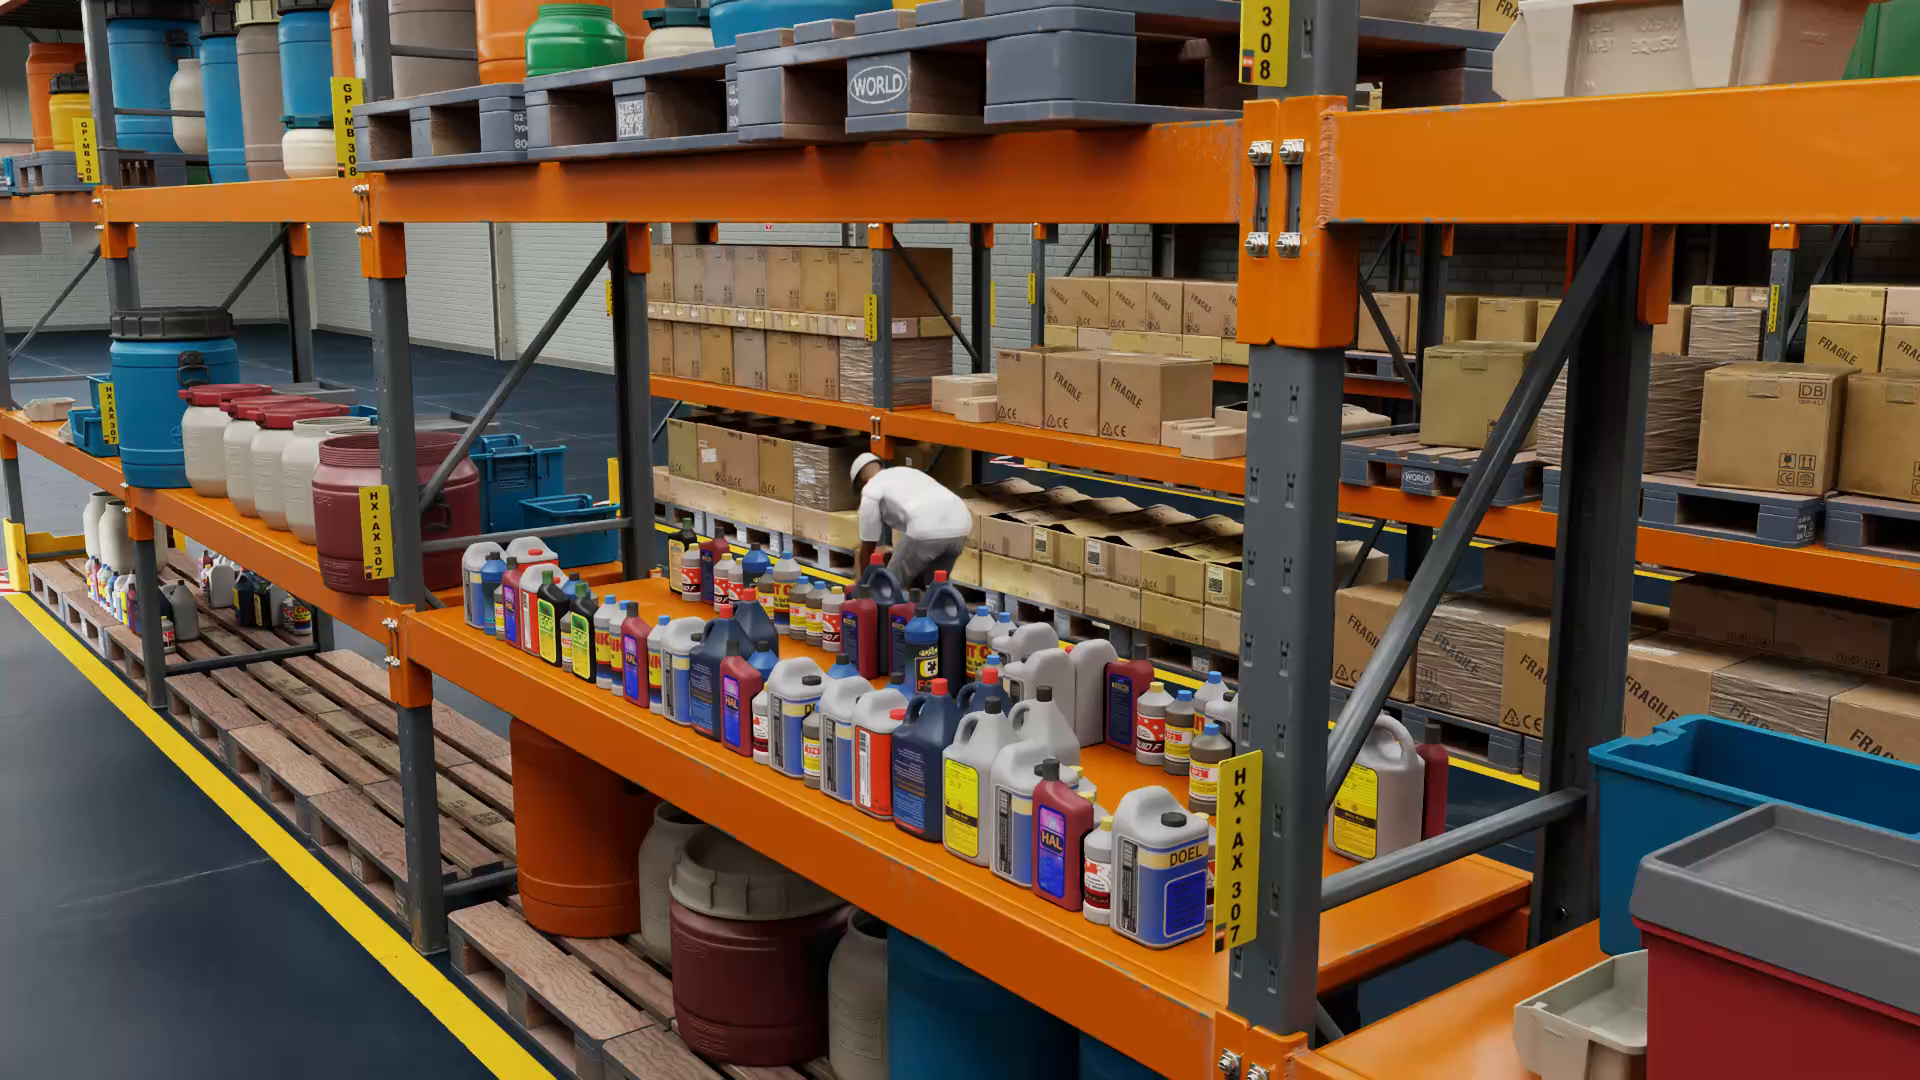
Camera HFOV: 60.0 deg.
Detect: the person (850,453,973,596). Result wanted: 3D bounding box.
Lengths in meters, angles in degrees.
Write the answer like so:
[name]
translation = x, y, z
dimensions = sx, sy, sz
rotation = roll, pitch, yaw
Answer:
[person]
translation = -0.344, 0.114, 10.189
dimensions = 0.498, 1.231, 0.945
rotation = -9, 14, -40
